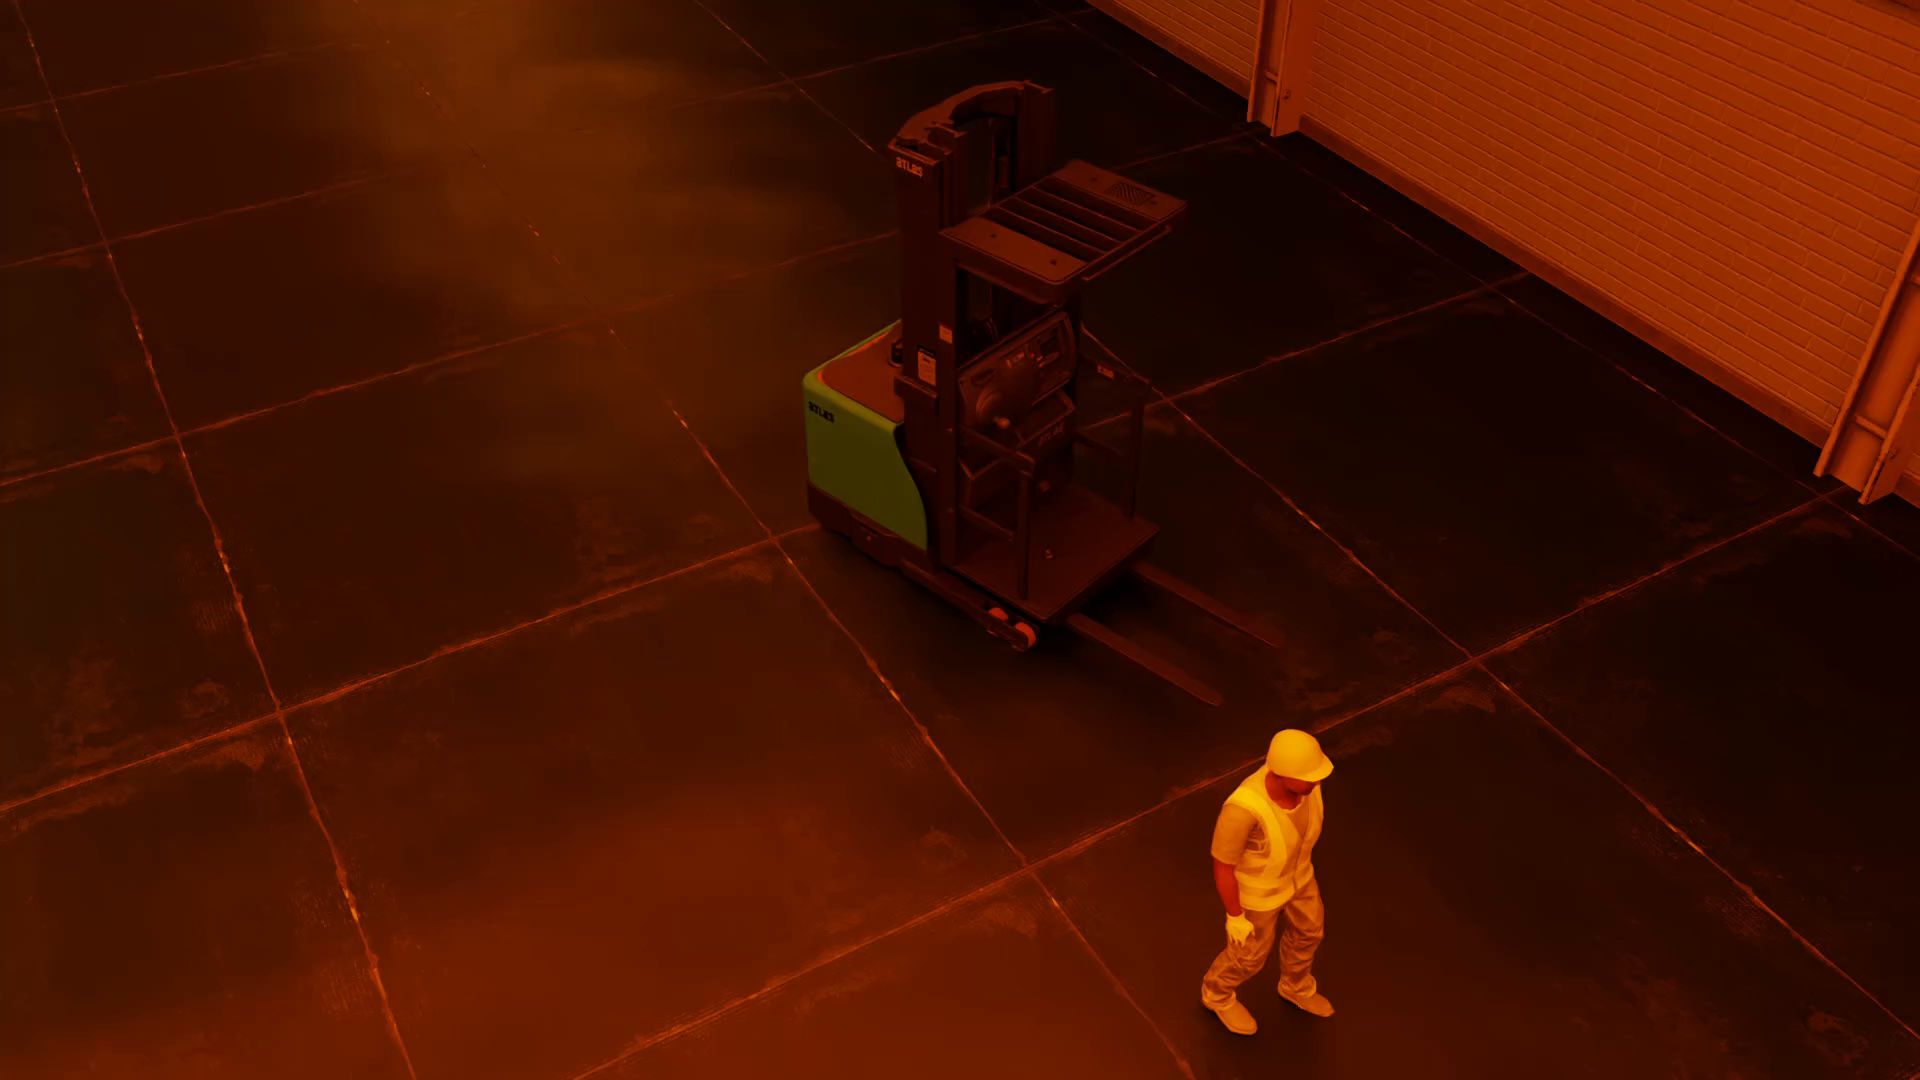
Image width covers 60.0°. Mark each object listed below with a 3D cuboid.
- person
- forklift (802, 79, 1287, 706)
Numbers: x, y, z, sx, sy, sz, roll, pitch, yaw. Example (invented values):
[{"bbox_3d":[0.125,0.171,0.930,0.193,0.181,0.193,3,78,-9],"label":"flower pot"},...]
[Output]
[{"bbox_3d":[1.387,1.521,7.151,0.645,1.815,0.521,-31,49,-32],"label":"person"},{"bbox_3d":[0.480,-0.870,9.085,3.031,2.935,1.130,30,48,31],"label":"forklift"}]
